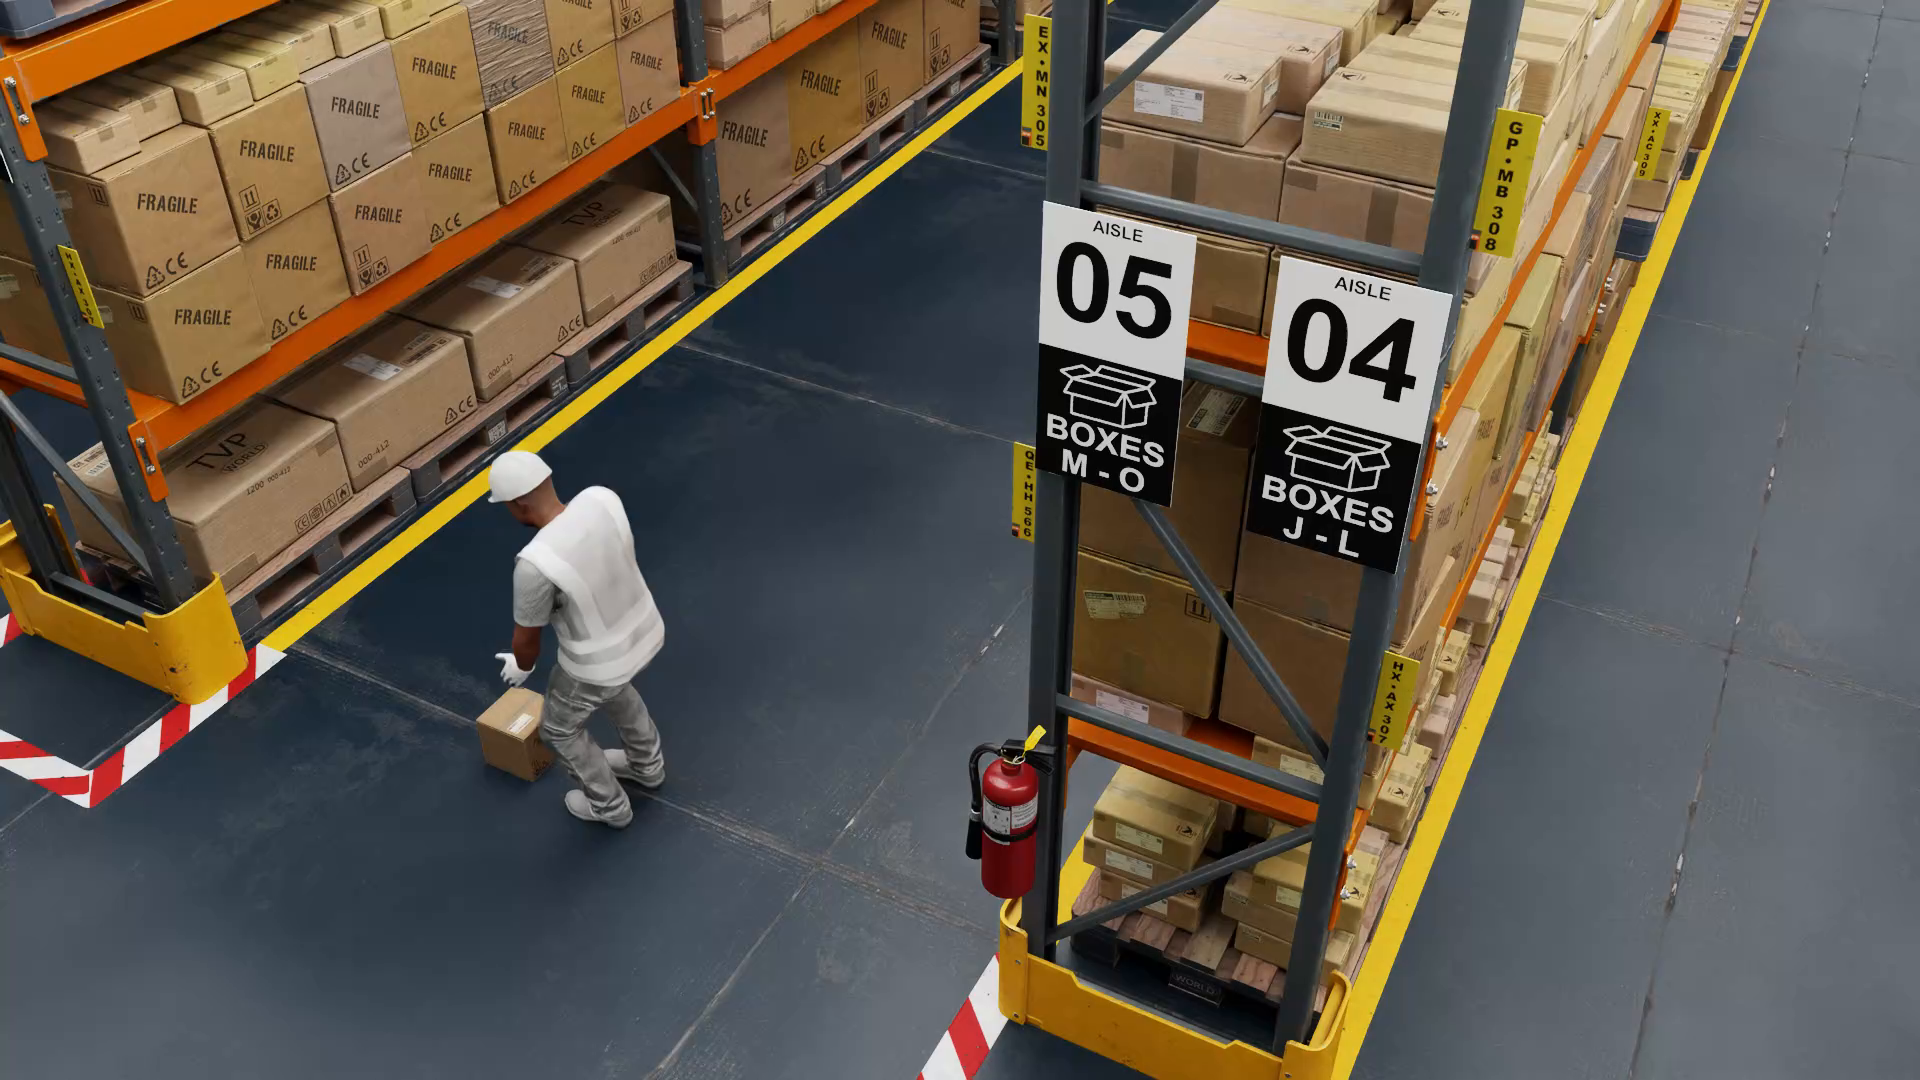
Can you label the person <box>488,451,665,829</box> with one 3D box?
[{"bbox_3d":[-1.435,0.398,6.317,0.561,1.663,0.591,18,41,22],"label":"person"}]
